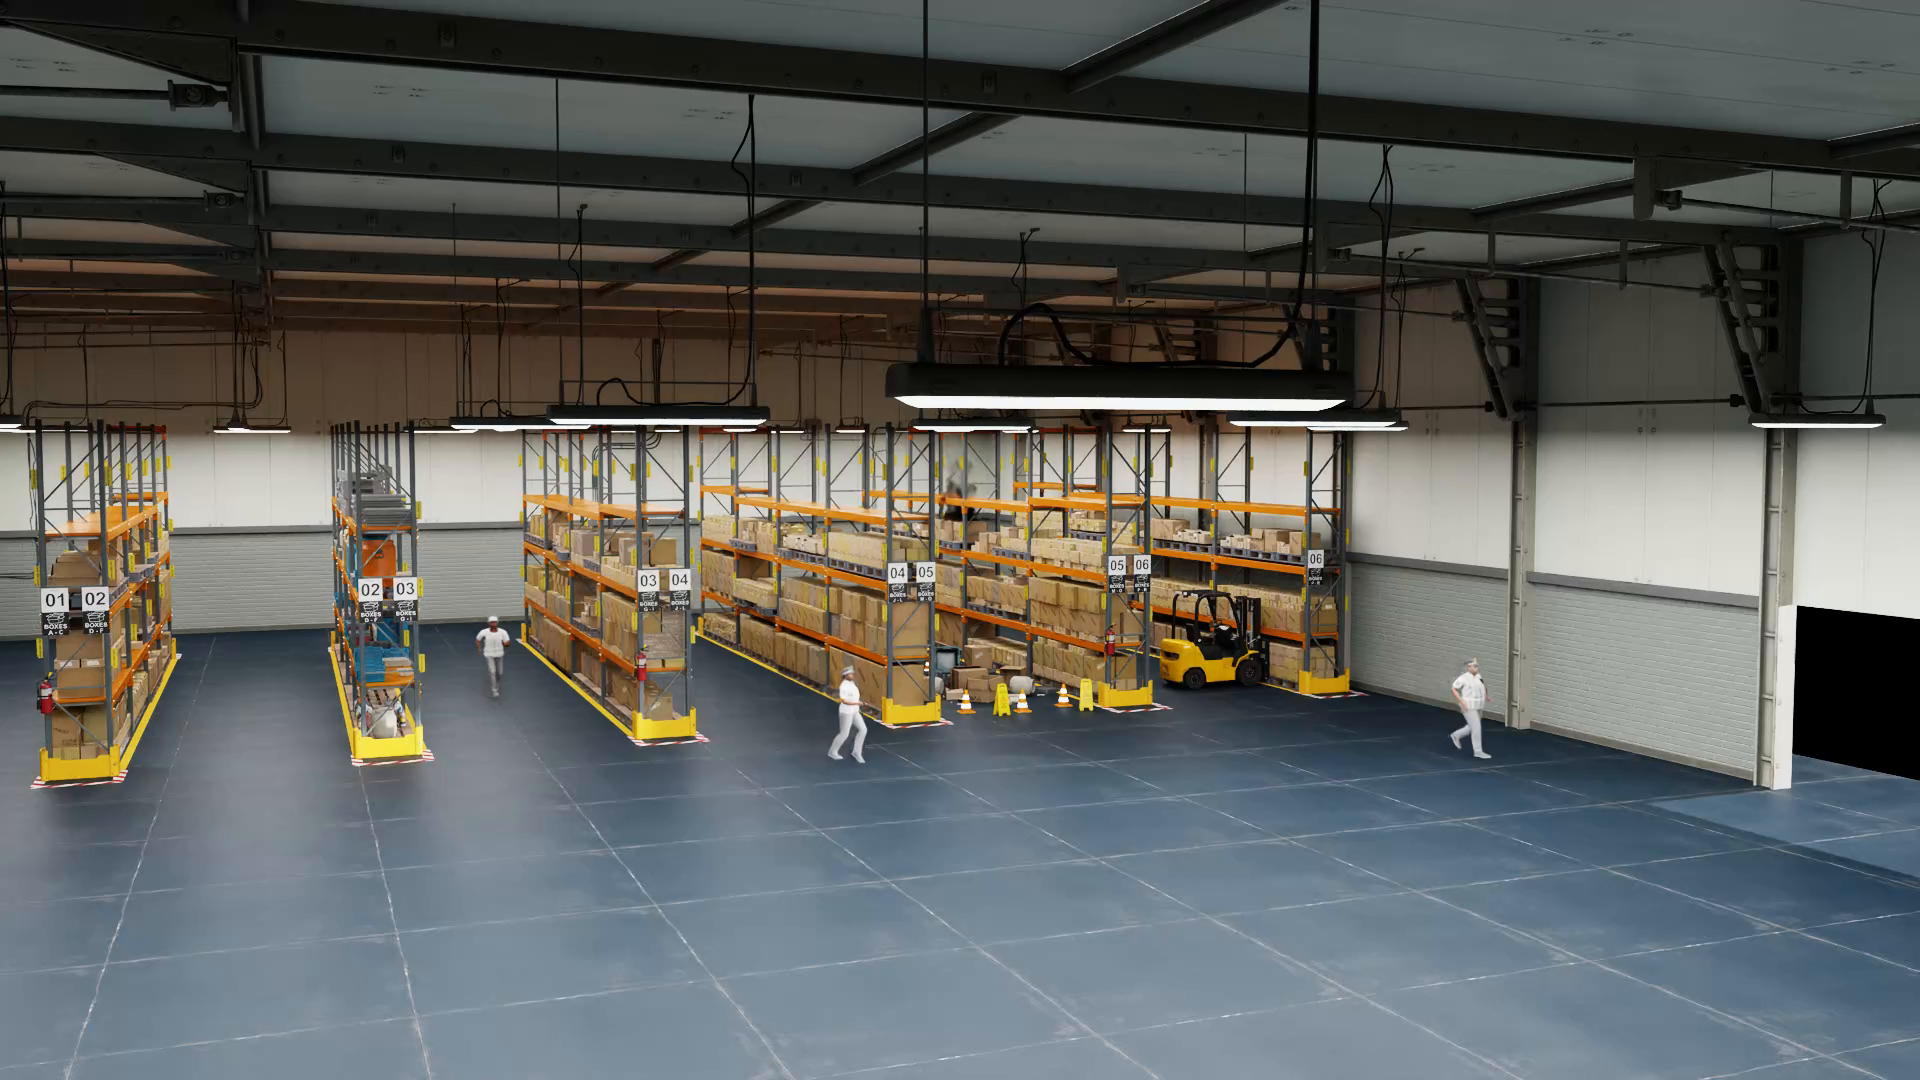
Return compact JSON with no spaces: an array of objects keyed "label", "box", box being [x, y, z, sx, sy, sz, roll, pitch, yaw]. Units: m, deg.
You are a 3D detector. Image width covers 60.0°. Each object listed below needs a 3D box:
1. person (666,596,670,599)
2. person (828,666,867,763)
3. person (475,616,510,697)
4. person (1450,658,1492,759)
[{"label":"person","box":[-8.407,1.868,48.629,0.667,1.616,0.988,2,4,32]},{"label":"person","box":[-1.968,3.066,29.208,0.726,1.747,0.576,1,4,23]},{"label":"person","box":[-10.259,2.543,36.611,0.710,1.747,0.968,-2,4,-28]},{"label":"person","box":[9.120,2.974,29.712,0.691,1.755,0.929,-3,4,-37]}]
